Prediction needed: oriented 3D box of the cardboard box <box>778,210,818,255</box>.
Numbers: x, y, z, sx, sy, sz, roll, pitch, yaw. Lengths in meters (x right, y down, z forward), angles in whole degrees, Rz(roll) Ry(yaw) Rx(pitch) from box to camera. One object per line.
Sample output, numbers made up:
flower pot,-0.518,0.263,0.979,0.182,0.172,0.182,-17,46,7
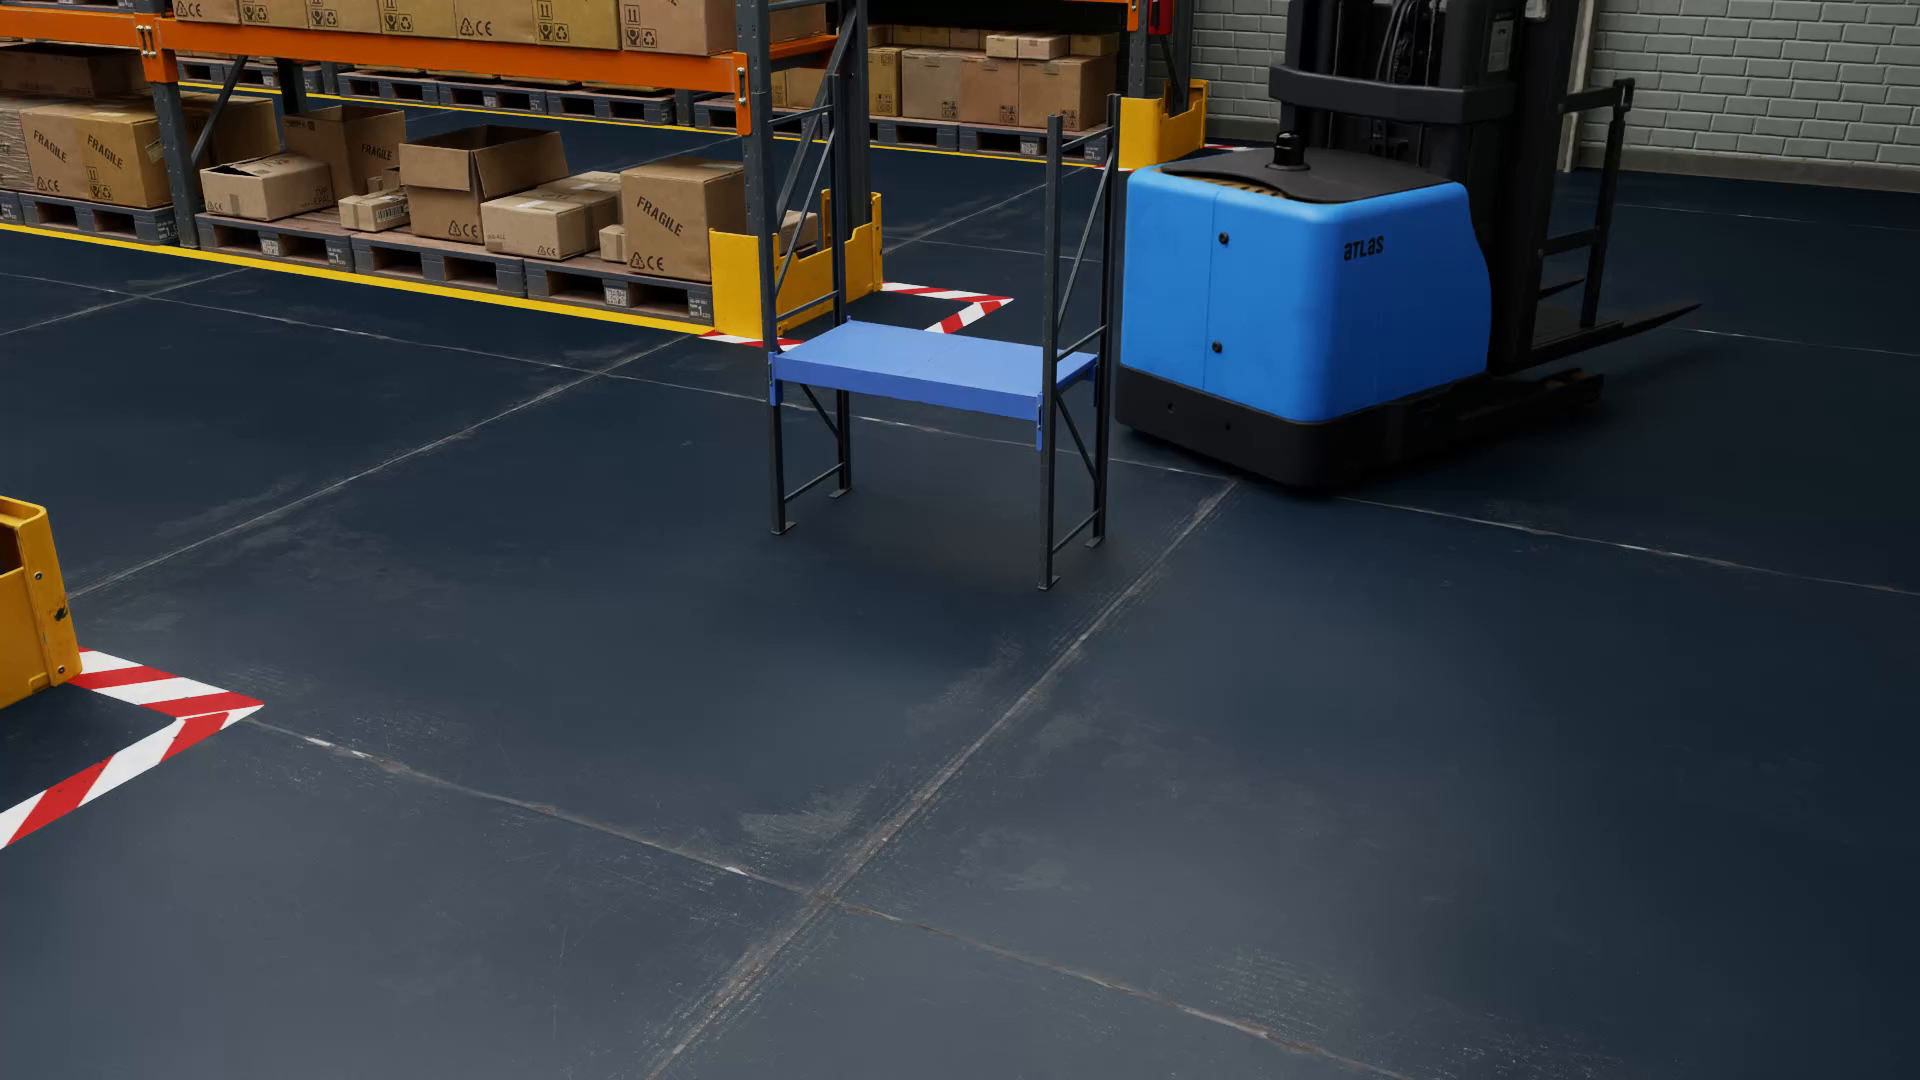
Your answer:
cardboard box,-0.960,-1.643,8.861,0.250,0.149,0.380,11,25,25

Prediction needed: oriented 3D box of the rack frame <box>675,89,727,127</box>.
rack frame,-2.080,-4.996,13.664,0.127,3.000,1.000,11,25,25

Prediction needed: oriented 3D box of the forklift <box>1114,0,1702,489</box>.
forklift,2.091,-1.989,6.683,3.031,2.935,1.130,-17,29,-35

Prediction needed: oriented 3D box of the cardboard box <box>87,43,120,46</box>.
cardboard box,-8.555,-5.336,17.097,0.500,0.500,0.700,12,26,26

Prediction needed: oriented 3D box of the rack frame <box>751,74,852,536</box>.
rack frame,-0.530,-0.795,5.703,0.032,1.500,0.500,11,25,25

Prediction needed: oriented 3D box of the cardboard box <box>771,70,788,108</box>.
cardboard box,-1.459,-3.871,13.676,0.500,0.500,0.700,12,26,25

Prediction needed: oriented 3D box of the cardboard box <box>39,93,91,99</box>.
cardboard box,-5.557,-2.669,10.824,0.500,0.500,0.500,12,26,25

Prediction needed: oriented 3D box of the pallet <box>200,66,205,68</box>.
pallet,-8.524,-4.988,17.209,1.213,0.211,1.003,11,25,25

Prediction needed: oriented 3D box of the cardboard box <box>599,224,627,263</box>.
cardboard box,-1.659,-1.570,8.667,0.250,0.166,0.380,11,25,25

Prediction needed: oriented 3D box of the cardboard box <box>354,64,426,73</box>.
cardboard box,-5.052,-4.730,15.250,0.750,0.750,0.750,11,25,24

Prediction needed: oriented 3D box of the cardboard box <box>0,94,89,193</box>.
cardboard box,-5.766,-2.483,10.388,0.500,0.500,0.500,12,26,25

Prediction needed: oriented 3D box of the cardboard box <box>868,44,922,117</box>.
cardboard box,-0.555,-3.689,13.250,0.500,0.500,0.700,12,26,26

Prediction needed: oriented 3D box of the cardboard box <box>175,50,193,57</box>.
cardboard box,-7.634,-5.158,16.678,0.500,0.500,0.700,12,26,25

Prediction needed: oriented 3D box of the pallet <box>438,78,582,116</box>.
pallet,-3.895,-4.037,14.974,1.213,0.211,1.003,11,25,25

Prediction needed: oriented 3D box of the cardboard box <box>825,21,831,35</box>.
cardboard box,-1.235,-4.045,13.257,0.250,0.149,0.380,12,26,26

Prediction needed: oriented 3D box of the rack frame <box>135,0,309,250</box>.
rack frame,-4.312,-3.265,9.594,0.127,3.000,1.000,11,25,25

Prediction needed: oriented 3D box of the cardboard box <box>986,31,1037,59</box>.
cardboard box,0.395,-3.723,12.501,0.250,0.149,0.380,12,26,26

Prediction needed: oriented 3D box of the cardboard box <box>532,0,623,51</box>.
cardboard box,-1.729,-2.679,8.089,0.500,0.500,0.500,11,26,25

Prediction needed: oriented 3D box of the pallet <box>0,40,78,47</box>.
pallet,-9.835,-5.231,17.781,1.213,0.211,1.003,11,25,25

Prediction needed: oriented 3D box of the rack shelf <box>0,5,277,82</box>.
rack shelf,-6.096,-3.287,10.565,4.000,0.370,1.077,11,25,25

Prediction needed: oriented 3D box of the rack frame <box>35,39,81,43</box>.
rack frame,-9.219,-6.408,16.986,0.127,3.000,1.000,11,25,25

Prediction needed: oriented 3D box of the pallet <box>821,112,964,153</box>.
pallet,-0.344,-3.336,13.324,1.213,0.211,1.003,11,25,25

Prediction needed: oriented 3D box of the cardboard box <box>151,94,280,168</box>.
cardboard box,-4.633,-2.488,10.398,0.500,0.500,0.500,10,25,22

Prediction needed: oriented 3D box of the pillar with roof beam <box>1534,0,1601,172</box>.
pillar with roof beam,2.347,-5.372,6.883,0.400,9.000,9.100,11,25,25

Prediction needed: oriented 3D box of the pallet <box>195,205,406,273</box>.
pallet,-3.699,-1.860,9.854,1.213,0.211,1.003,11,25,25

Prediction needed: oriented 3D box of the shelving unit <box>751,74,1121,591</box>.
shelving unit,-0.076,-0.705,5.492,1.048,1.500,0.538,11,25,25

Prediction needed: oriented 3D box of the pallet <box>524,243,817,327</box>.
pallet,-1.522,-1.429,8.841,1.213,0.211,1.003,11,25,25

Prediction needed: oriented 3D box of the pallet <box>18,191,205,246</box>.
pallet,-5.055,-2.112,10.447,1.213,0.211,1.003,11,25,25

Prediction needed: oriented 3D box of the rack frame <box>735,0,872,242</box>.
rack frame,-0.742,-2.559,7.933,0.127,3.000,1.000,11,25,25

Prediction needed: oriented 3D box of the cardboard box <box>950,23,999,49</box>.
cardboard box,0.119,-3.945,13.023,0.250,0.149,0.380,12,26,25

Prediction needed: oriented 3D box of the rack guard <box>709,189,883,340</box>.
rack guard,-0.810,-1.422,8.454,0.348,0.500,1.175,11,25,25

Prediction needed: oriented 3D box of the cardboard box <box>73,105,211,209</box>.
cardboard box,-4.881,-2.304,9.967,0.500,0.500,0.500,11,25,24

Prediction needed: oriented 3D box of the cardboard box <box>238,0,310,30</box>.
cardboard box,-3.521,-3.036,8.929,0.500,0.500,0.500,12,26,25

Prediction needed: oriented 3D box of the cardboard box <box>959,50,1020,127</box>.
cardboard box,0.374,-3.509,12.826,0.500,0.500,0.700,11,25,24

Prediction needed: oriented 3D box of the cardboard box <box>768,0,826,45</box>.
cardboard box,-1.019,-2.775,8.315,0.500,0.500,0.500,12,26,26

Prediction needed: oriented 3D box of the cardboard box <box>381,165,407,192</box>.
cardboard box,-3.006,-2.096,9.719,0.500,0.311,0.500,11,25,25

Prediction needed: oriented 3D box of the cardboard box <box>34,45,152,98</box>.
cardboard box,-5.526,-3.009,10.667,0.500,0.250,0.500,11,26,25

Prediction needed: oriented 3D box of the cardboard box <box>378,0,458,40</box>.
cardboard box,-2.621,-2.858,8.510,0.500,0.500,0.500,11,25,24

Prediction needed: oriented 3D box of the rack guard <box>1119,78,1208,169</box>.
rack guard,1.511,-3.135,12.482,0.348,0.500,1.175,11,25,25

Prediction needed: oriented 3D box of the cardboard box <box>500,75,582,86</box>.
cardboard box,-3.513,-4.425,14.532,0.750,0.750,0.750,12,26,26

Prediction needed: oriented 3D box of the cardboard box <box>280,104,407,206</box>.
cardboard box,-3.675,-2.315,9.994,0.500,0.500,0.500,11,25,25

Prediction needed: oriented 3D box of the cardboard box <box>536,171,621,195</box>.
cardboard box,-1.992,-1.867,9.259,0.500,0.250,0.500,11,25,25

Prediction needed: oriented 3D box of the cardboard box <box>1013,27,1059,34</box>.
cardboard box,0.569,-3.856,12.814,0.250,0.149,0.380,11,26,25

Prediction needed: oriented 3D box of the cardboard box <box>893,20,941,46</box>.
cardboard box,-0.336,-4.035,13.235,0.250,0.149,0.380,11,25,24

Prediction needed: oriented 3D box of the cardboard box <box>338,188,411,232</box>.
cardboard box,-3.258,-1.865,9.360,0.250,0.166,0.380,11,25,25

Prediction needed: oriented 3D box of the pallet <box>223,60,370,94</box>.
pallet,-6.346,-4.557,16.196,1.213,0.211,1.003,11,25,25

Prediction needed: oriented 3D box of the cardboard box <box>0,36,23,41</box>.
cardboard box,-10.163,-5.630,17.787,0.500,0.500,0.500,9,25,21

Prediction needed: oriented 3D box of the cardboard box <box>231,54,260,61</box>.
cardboard box,-6.723,-4.995,16.293,0.500,0.500,0.700,11,25,24

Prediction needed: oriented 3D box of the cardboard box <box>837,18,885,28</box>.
cardboard box,-0.792,-4.126,13.447,0.250,0.149,0.380,10,25,23
